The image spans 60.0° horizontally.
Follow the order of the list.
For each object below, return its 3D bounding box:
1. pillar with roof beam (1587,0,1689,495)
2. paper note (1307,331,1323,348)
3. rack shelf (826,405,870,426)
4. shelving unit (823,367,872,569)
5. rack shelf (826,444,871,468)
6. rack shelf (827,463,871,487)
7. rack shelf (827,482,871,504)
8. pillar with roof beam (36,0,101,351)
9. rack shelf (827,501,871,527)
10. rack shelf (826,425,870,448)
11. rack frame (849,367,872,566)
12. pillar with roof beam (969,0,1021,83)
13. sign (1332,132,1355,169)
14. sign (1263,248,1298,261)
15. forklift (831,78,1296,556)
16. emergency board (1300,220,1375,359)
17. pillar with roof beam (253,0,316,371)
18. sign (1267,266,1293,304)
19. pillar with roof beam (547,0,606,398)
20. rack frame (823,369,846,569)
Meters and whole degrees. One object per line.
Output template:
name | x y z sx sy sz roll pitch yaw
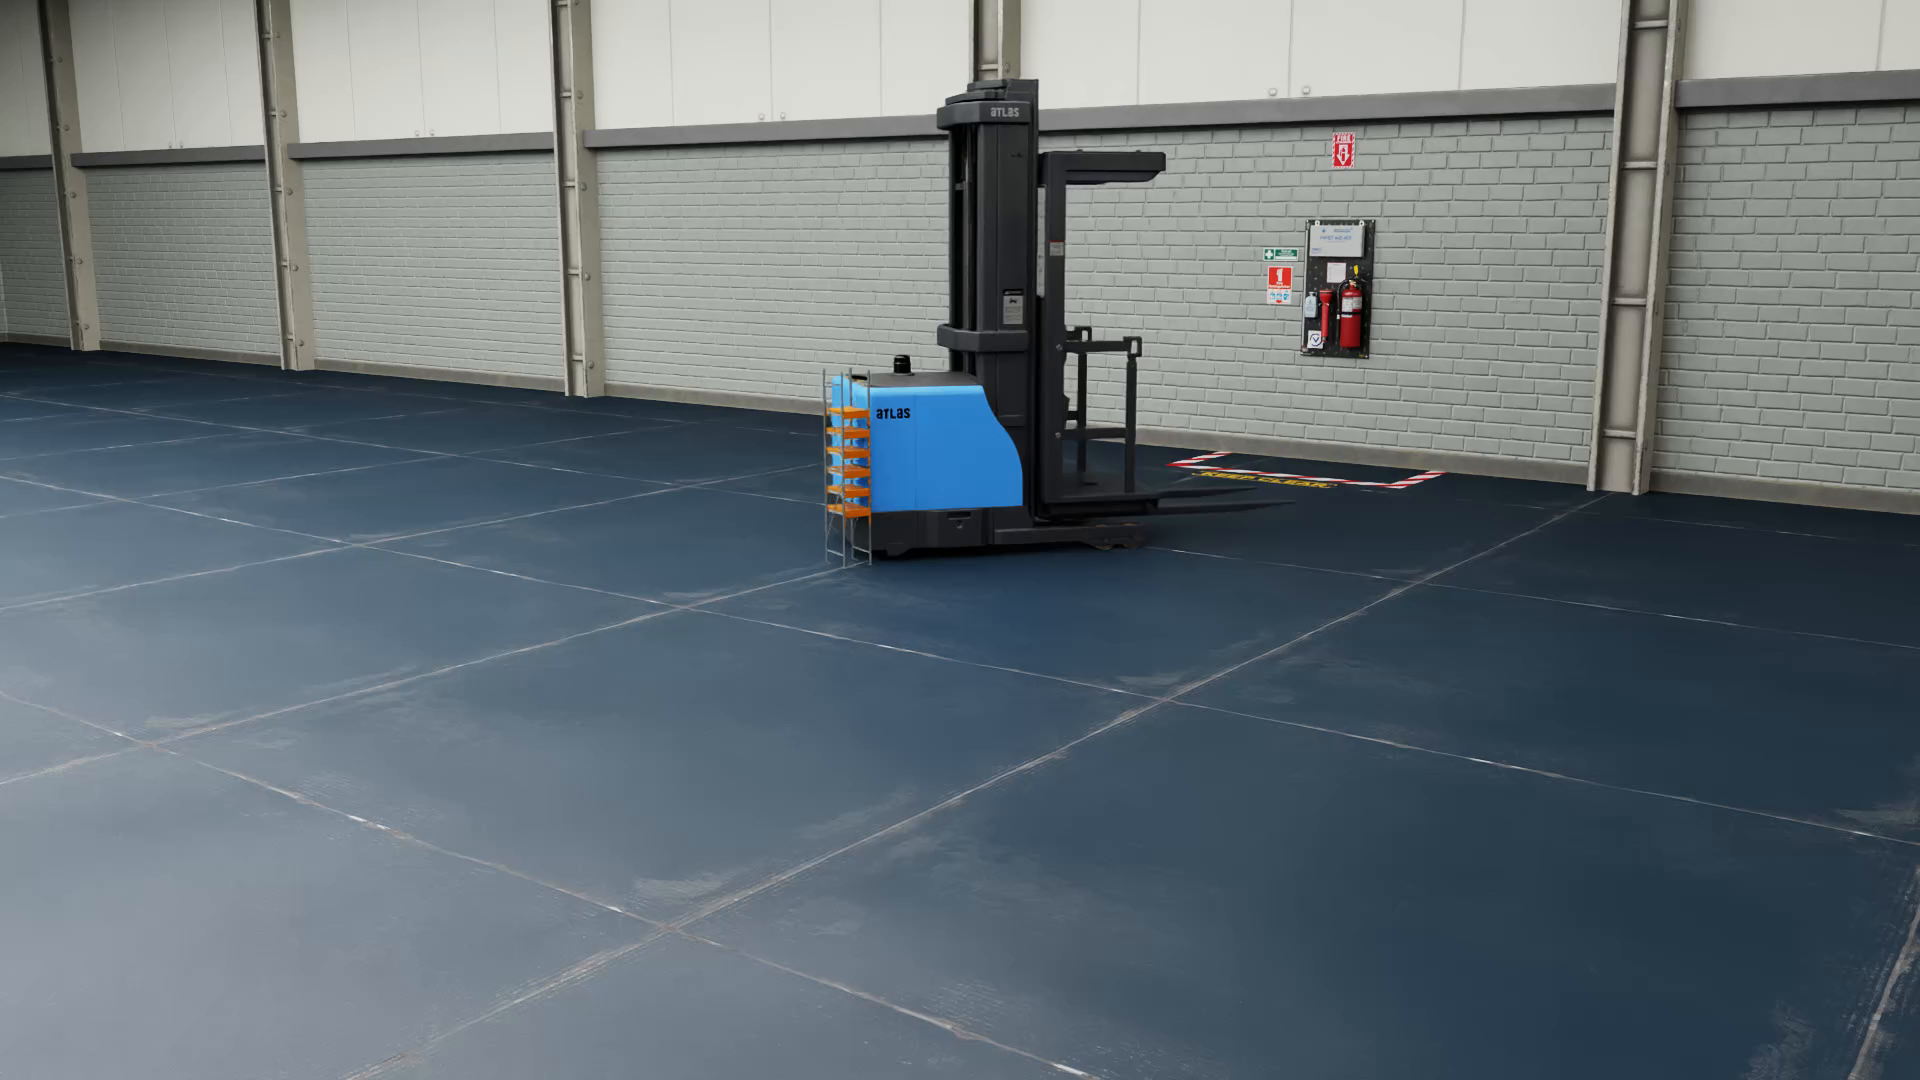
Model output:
pillar with roof beam | 2.618 -4.150 8.789 0.400 9.000 9.100 8 13 36
paper note | 3.095 -1.745 14.473 0.142 0.148 0.016 8 13 36
rack shelf | -0.687 -0.749 10.082 0.180 0.103 0.258 -7 13 -33
shelving unit | -0.687 -0.440 10.142 0.189 1.200 0.258 -7 13 -33
rack shelf | -0.687 -0.514 10.128 0.180 0.103 0.258 -7 13 -33
rack shelf | -0.687 -0.396 10.151 0.180 0.103 0.258 -7 13 -33
rack shelf | -0.687 -0.278 10.174 0.180 0.103 0.258 -7 13 -33
pillar with roof beam | -16.726 -6.848 22.736 0.400 9.000 9.100 8 13 36
rack shelf | -0.687 -0.160 10.196 0.180 0.103 0.258 -7 13 -33
rack shelf | -0.687 -0.632 10.105 0.180 0.103 0.258 -7 13 -33
rack frame | -0.611 -0.449 10.192 0.006 1.200 0.240 -7 13 -33
pillar with roof beam | -2.218 -4.824 12.276 0.400 9.000 9.100 8 13 36
sign | 3.249 -3.302 14.095 0.199 0.298 0.001 8 13 36
sign | 2.811 -2.501 14.571 0.331 0.109 0.001 8 13 36
forklift | 0.711 -1.467 10.894 3.031 2.935 1.130 -3 11 -14
emergency board | 3.197 -2.147 14.232 0.643 1.169 0.194 8 13 36
pillar with roof beam | -11.890 -6.174 19.249 0.400 9.000 9.100 8 13 36
sign | 2.812 -2.243 14.631 0.234 0.329 0.001 8 13 36
pillar with roof beam | -7.054 -5.499 15.762 0.400 9.000 9.100 8 13 36
rack frame | -0.764 -0.430 10.093 0.006 1.200 0.240 -7 13 -33
